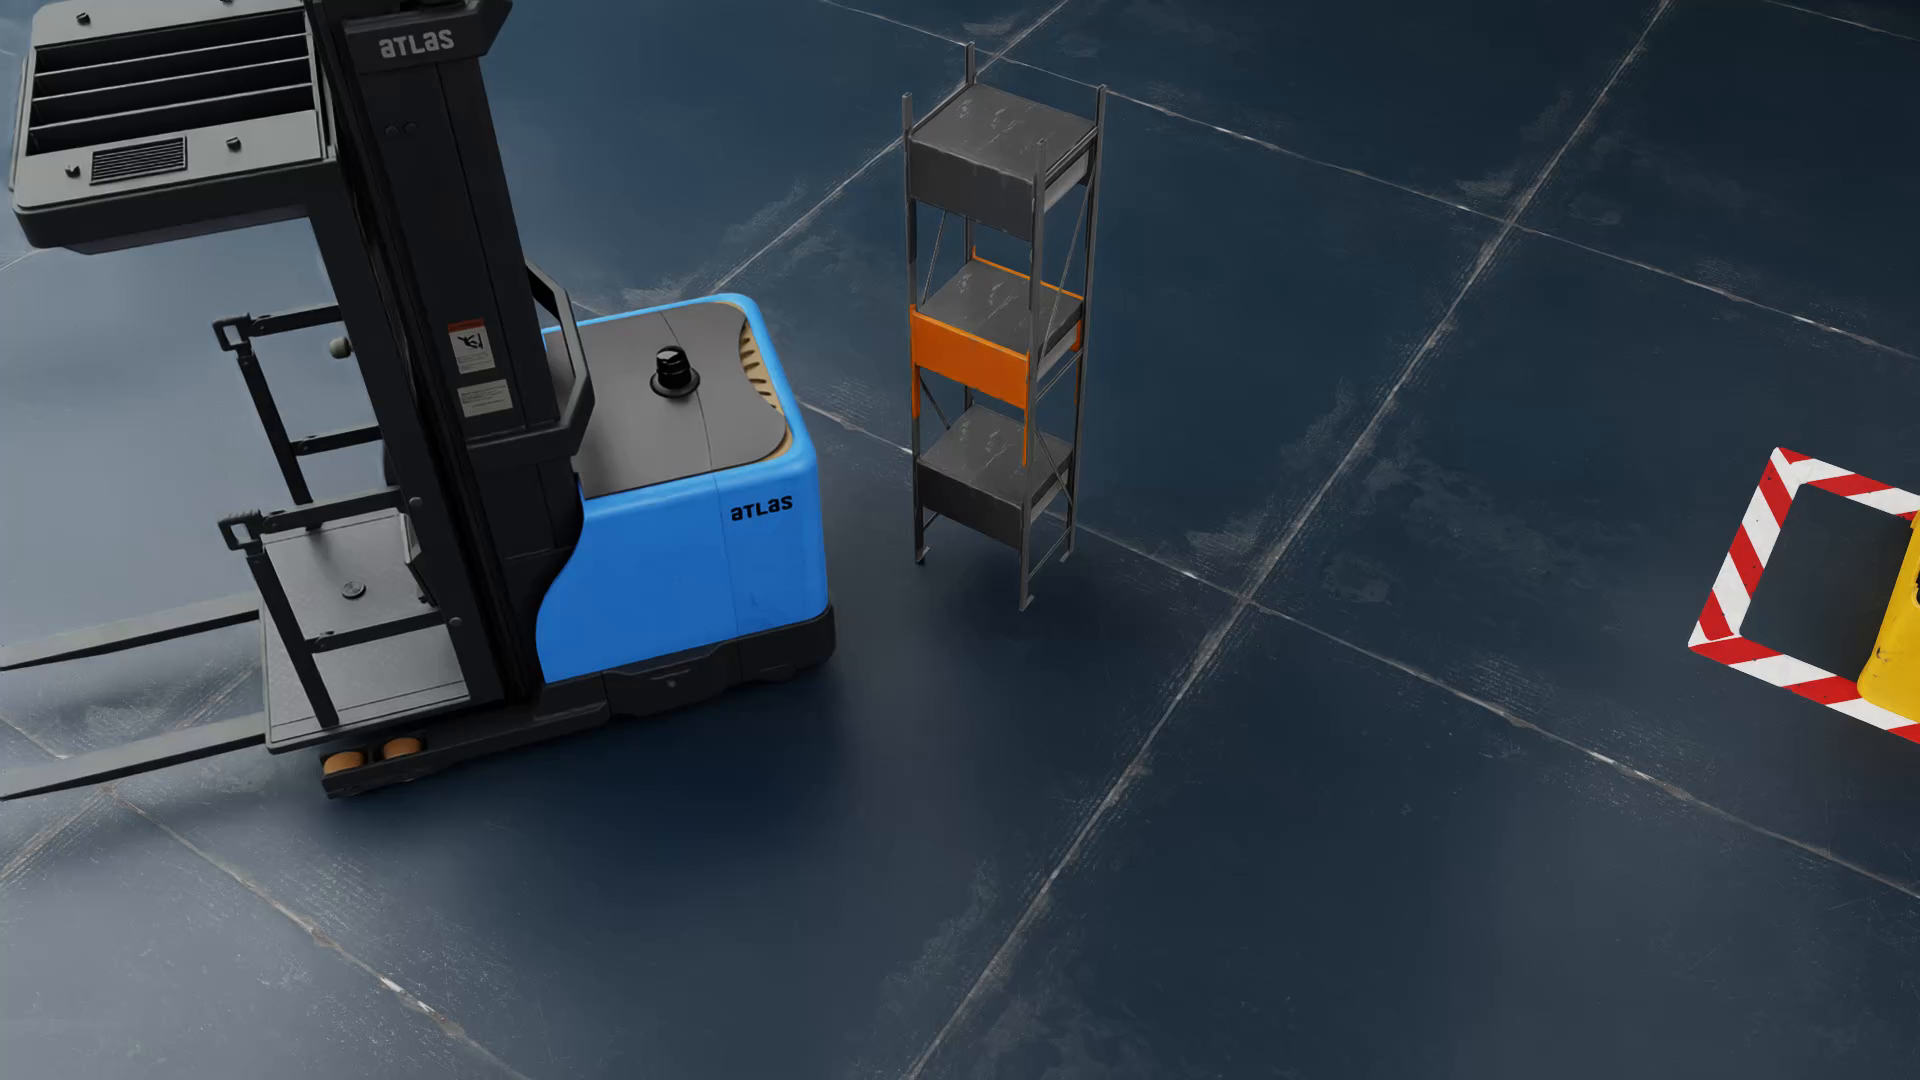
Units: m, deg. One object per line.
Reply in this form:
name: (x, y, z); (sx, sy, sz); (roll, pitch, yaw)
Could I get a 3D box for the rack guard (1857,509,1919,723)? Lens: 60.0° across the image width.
rack guard: (3.783, 0.120, 6.285); (0.348, 0.500, 1.175); (25, 51, 22)

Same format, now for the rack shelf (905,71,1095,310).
rack shelf: (0.139, -1.146, 5.442); (0.480, 0.518, 0.431); (25, 51, 22)

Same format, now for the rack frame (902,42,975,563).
rack frame: (-0.066, -0.762, 6.026); (0.015, 2.100, 0.400); (25, 51, 22)

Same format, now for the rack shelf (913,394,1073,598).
rack shelf: (0.139, -0.170, 6.446); (0.480, 0.518, 0.431); (25, 51, 22)

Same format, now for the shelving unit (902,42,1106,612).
shelving unit: (0.139, -0.668, 5.935); (0.503, 2.100, 0.431); (25, 51, 22)

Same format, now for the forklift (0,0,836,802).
forklift: (-2.042, -0.546, 5.237); (3.031, 2.935, 1.130); (-13, 47, -13)

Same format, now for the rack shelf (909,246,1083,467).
rack shelf: (0.139, -0.658, 5.944); (0.480, 0.518, 0.431); (25, 51, 22)

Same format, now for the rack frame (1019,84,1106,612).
rack frame: (0.345, -0.573, 5.843); (0.015, 2.100, 0.400); (25, 51, 22)
